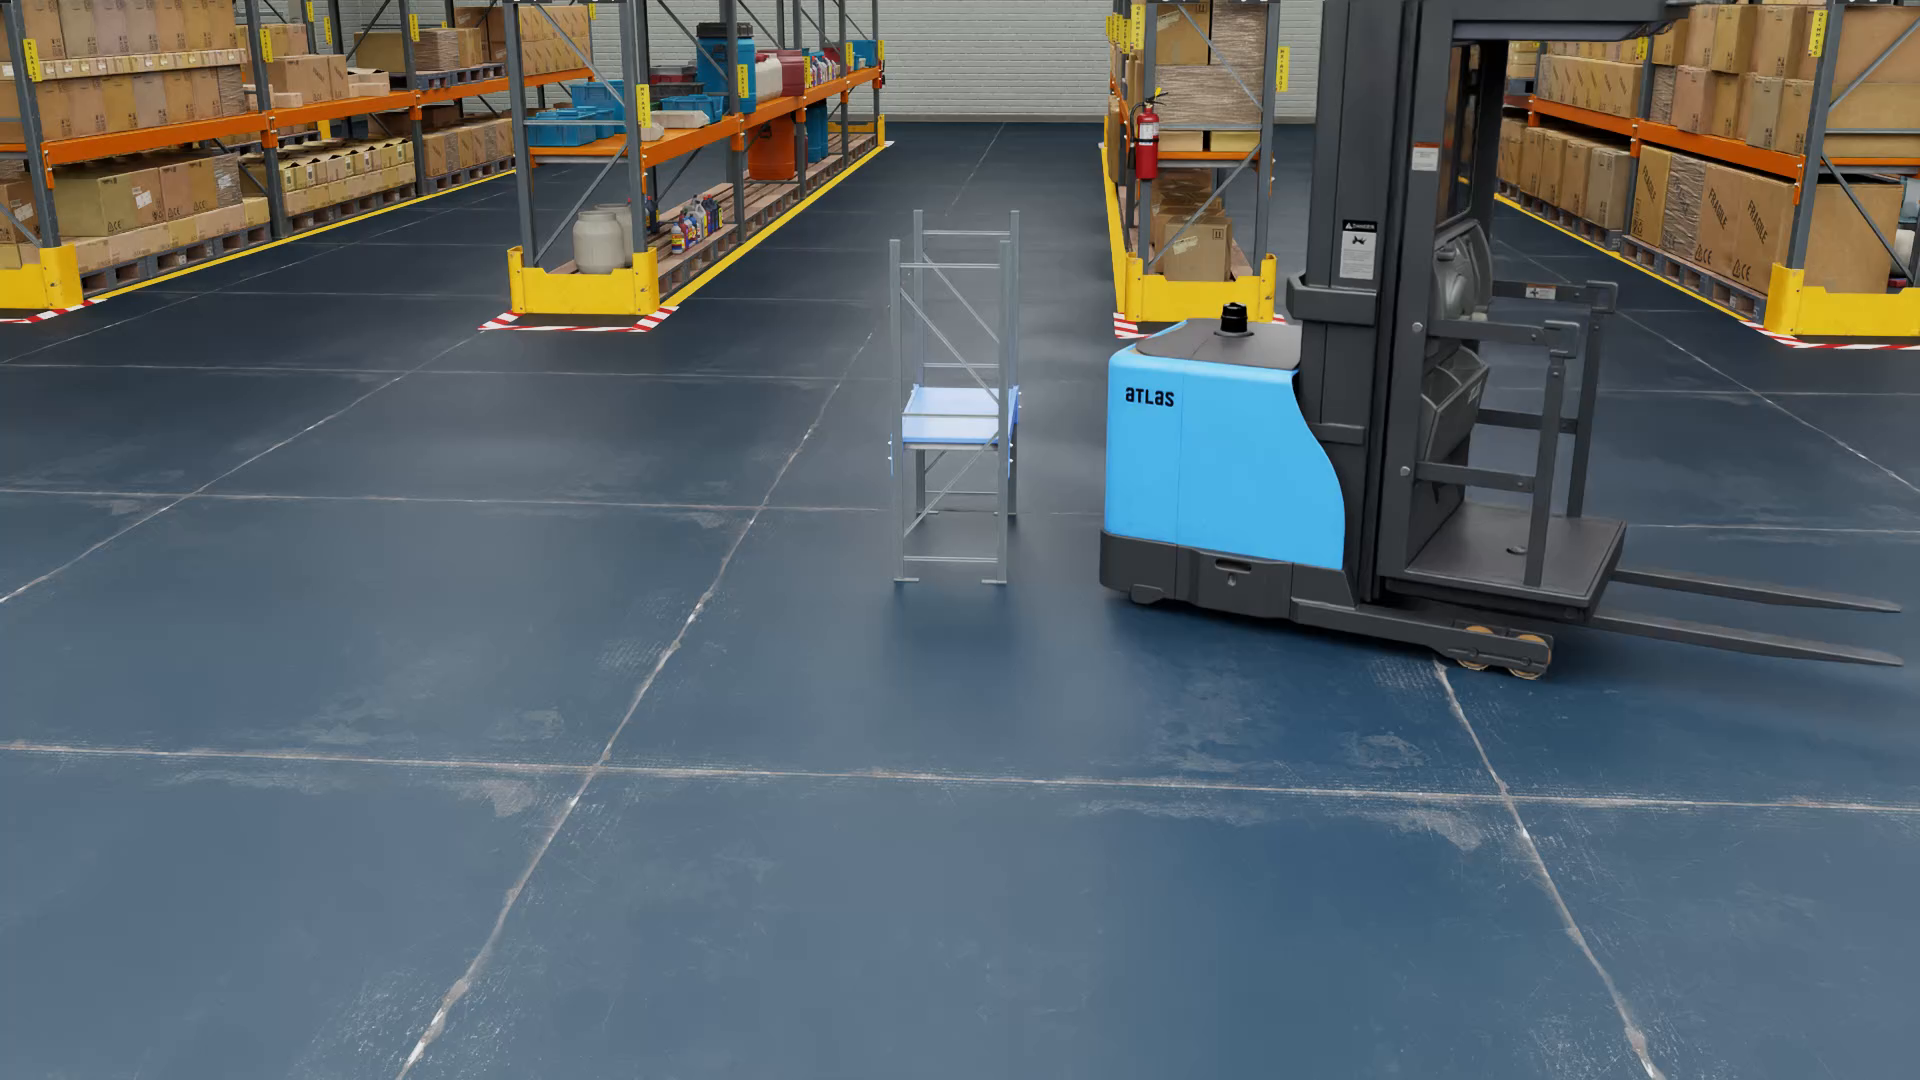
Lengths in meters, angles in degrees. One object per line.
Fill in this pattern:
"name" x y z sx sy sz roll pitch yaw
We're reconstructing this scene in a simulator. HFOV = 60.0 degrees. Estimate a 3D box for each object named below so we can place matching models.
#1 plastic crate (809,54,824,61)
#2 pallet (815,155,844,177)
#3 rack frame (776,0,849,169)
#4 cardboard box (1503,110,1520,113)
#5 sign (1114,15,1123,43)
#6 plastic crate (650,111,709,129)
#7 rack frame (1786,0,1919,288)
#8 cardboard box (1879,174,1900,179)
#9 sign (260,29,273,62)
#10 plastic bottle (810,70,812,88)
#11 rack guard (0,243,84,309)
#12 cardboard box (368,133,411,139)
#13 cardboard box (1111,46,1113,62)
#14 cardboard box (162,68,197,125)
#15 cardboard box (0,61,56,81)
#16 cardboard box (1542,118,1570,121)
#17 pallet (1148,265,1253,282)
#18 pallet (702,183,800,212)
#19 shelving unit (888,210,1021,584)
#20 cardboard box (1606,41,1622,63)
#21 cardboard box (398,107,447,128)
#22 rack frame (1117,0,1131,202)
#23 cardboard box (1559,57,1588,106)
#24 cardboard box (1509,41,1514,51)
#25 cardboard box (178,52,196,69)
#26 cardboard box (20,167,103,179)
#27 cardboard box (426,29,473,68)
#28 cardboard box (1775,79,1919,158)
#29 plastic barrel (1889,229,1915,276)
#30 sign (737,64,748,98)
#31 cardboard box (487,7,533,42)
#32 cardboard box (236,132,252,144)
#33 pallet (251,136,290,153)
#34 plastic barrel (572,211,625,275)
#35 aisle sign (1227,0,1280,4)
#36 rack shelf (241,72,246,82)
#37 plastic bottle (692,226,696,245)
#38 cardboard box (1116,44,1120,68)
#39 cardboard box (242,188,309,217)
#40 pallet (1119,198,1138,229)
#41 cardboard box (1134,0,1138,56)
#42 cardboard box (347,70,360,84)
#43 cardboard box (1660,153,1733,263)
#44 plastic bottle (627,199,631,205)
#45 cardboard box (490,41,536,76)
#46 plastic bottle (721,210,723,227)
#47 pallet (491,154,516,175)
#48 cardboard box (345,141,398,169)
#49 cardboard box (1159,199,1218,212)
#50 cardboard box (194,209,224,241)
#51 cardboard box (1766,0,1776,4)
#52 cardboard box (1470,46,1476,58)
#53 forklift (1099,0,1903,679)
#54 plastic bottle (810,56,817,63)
"plastic crate" -2.350 -7.640 26.593 0.416 0.233 0.300 1 18 4
"pallet" -2.272 -5.456 24.235 1.003 0.211 1.213 1 18 4
"rack frame" -2.175 -7.020 24.529 1.000 3.000 0.127 1 18 4
"cardboard box" 7.353 -5.746 22.778 0.500 0.250 0.500 2 18 5
"sign" 1.925 -6.228 20.255 0.100 0.325 0.005 1 18 4
"plastic crate" -2.612 -3.900 15.431 0.530 0.136 0.437 1 18 4
"rack frame" 6.845 -3.040 12.384 1.000 3.000 0.127 1 18 4
"cardboard box" 12.564 -5.125 21.485 0.875 0.875 0.875 2 18 5
"sign" -7.135 -5.084 17.104 0.100 0.325 0.005 1 18 4
"plastic bottle" -2.013 -6.136 22.037 0.097 0.271 0.097 0 18 0
"rack guard" -7.977 -2.209 13.862 1.175 0.500 0.348 1 18 4
"cardboard box" -7.569 -5.206 22.302 0.500 0.500 0.500 2 18 6
"cardboard box" 2.678 -7.761 26.554 0.500 0.250 0.500 1 18 2
"cardboard box" -7.785 -4.237 15.875 0.700 0.500 0.500 2 18 5
"cardboard box" -7.733 -3.877 13.737 0.380 0.149 0.250 1 18 4
"cardboard box" 7.746 -5.259 21.291 0.500 0.250 0.500 1 18 3
"pallet" 2.004 -2.132 14.091 1.003 0.211 1.213 1 18 4
"pallet" -2.556 -4.213 20.440 1.003 0.211 1.213 1 18 4
"shelving unit" -0.006 -0.686 7.609 0.538 1.500 1.048 1 18 4
"cardboard box" 7.233 -5.276 17.441 0.700 0.500 0.500 1 18 4
"cardboard box" -7.500 -5.898 23.209 0.500 0.250 0.500 1 18 3
"rack frame" 2.479 -5.667 20.400 1.000 3.000 0.127 1 18 4
"cardboard box" 7.047 -5.124 18.584 0.500 0.500 0.500 1 18 4
"cardboard box" 7.017 -6.128 20.581 0.380 0.149 0.250 1 18 3
"cardboard box" -7.569 -4.597 15.934 0.380 0.149 0.250 1 18 4
"cardboard box" -8.177 -3.138 15.219 0.500 0.500 0.500 1 18 4
"cardboard box" -7.180 -6.828 23.110 0.700 0.500 0.500 -3 18 -10
"cardboard box" 6.826 -3.228 12.715 0.875 0.550 0.550 1 18 4
"plastic barrel" 8.580 -2.672 15.396 0.512 0.421 0.421 17 25 41
"sign" -2.200 -4.651 16.855 0.100 0.325 0.005 1 18 4
"cardboard box" -6.801 -7.794 25.126 0.500 0.500 0.500 2 18 5
"cardboard box" -11.861 -6.639 26.705 0.700 0.500 0.500 1 18 3
"pallet" -11.839 -6.530 27.513 1.003 0.211 1.213 1 18 4
"plastic barrel" -3.064 -2.516 14.106 0.421 0.512 0.421 0 18 0
"aisle sign" 2.200 -4.392 12.333 0.394 0.787 0.004 1 18 4
"rack shelf" -11.913 -7.520 27.212 1.077 0.370 4.000 1 18 4
"plastic bottle" -2.556 -2.897 15.733 0.097 0.201 0.097 0 18 0
"cardboard box" 2.483 -6.819 23.757 0.500 0.500 0.500 1 18 4
"cardboard box" -7.413 -3.659 18.015 0.500 0.250 0.500 1 18 3
"pallet" 2.331 -3.721 18.940 1.003 0.211 1.213 1 18 4
"cardboard box" 1.835 -4.644 15.034 0.500 0.500 0.500 1 18 4
"cardboard box" -7.659 -5.573 20.258 0.500 0.311 0.500 1 18 3
"cardboard box" 6.956 -2.998 14.995 0.875 0.875 0.875 1 18 4
"plastic bottle" -3.234 -3.185 16.374 0.144 0.351 0.185 1 18 2
"cardboard box" -6.807 -7.331 25.319 0.500 0.500 0.500 2 18 5
"plastic bottle" -2.464 -3.295 16.948 0.097 0.201 0.097 0 18 0
"pallet" -7.136 -5.553 24.531 1.003 0.211 1.213 1 18 4
"cardboard box" -7.225 -4.719 20.348 0.500 0.311 0.500 1 18 3
"cardboard box" 2.039 -2.768 14.893 0.500 0.500 0.500 3 18 9
"cardboard box" -7.571 -3.080 16.247 0.500 0.250 0.500 1 18 4
"cardboard box" 12.482 -8.176 25.251 0.380 0.149 0.250 1 18 3
"cardboard box" 7.166 -6.635 22.606 0.380 0.149 0.250 1 18 2
"forklift" 2.145 -1.054 6.431 3.031 2.935 1.130 9 20 26
"plastic bottle" -2.071 -6.649 23.478 0.144 0.351 0.185 1 18 4
